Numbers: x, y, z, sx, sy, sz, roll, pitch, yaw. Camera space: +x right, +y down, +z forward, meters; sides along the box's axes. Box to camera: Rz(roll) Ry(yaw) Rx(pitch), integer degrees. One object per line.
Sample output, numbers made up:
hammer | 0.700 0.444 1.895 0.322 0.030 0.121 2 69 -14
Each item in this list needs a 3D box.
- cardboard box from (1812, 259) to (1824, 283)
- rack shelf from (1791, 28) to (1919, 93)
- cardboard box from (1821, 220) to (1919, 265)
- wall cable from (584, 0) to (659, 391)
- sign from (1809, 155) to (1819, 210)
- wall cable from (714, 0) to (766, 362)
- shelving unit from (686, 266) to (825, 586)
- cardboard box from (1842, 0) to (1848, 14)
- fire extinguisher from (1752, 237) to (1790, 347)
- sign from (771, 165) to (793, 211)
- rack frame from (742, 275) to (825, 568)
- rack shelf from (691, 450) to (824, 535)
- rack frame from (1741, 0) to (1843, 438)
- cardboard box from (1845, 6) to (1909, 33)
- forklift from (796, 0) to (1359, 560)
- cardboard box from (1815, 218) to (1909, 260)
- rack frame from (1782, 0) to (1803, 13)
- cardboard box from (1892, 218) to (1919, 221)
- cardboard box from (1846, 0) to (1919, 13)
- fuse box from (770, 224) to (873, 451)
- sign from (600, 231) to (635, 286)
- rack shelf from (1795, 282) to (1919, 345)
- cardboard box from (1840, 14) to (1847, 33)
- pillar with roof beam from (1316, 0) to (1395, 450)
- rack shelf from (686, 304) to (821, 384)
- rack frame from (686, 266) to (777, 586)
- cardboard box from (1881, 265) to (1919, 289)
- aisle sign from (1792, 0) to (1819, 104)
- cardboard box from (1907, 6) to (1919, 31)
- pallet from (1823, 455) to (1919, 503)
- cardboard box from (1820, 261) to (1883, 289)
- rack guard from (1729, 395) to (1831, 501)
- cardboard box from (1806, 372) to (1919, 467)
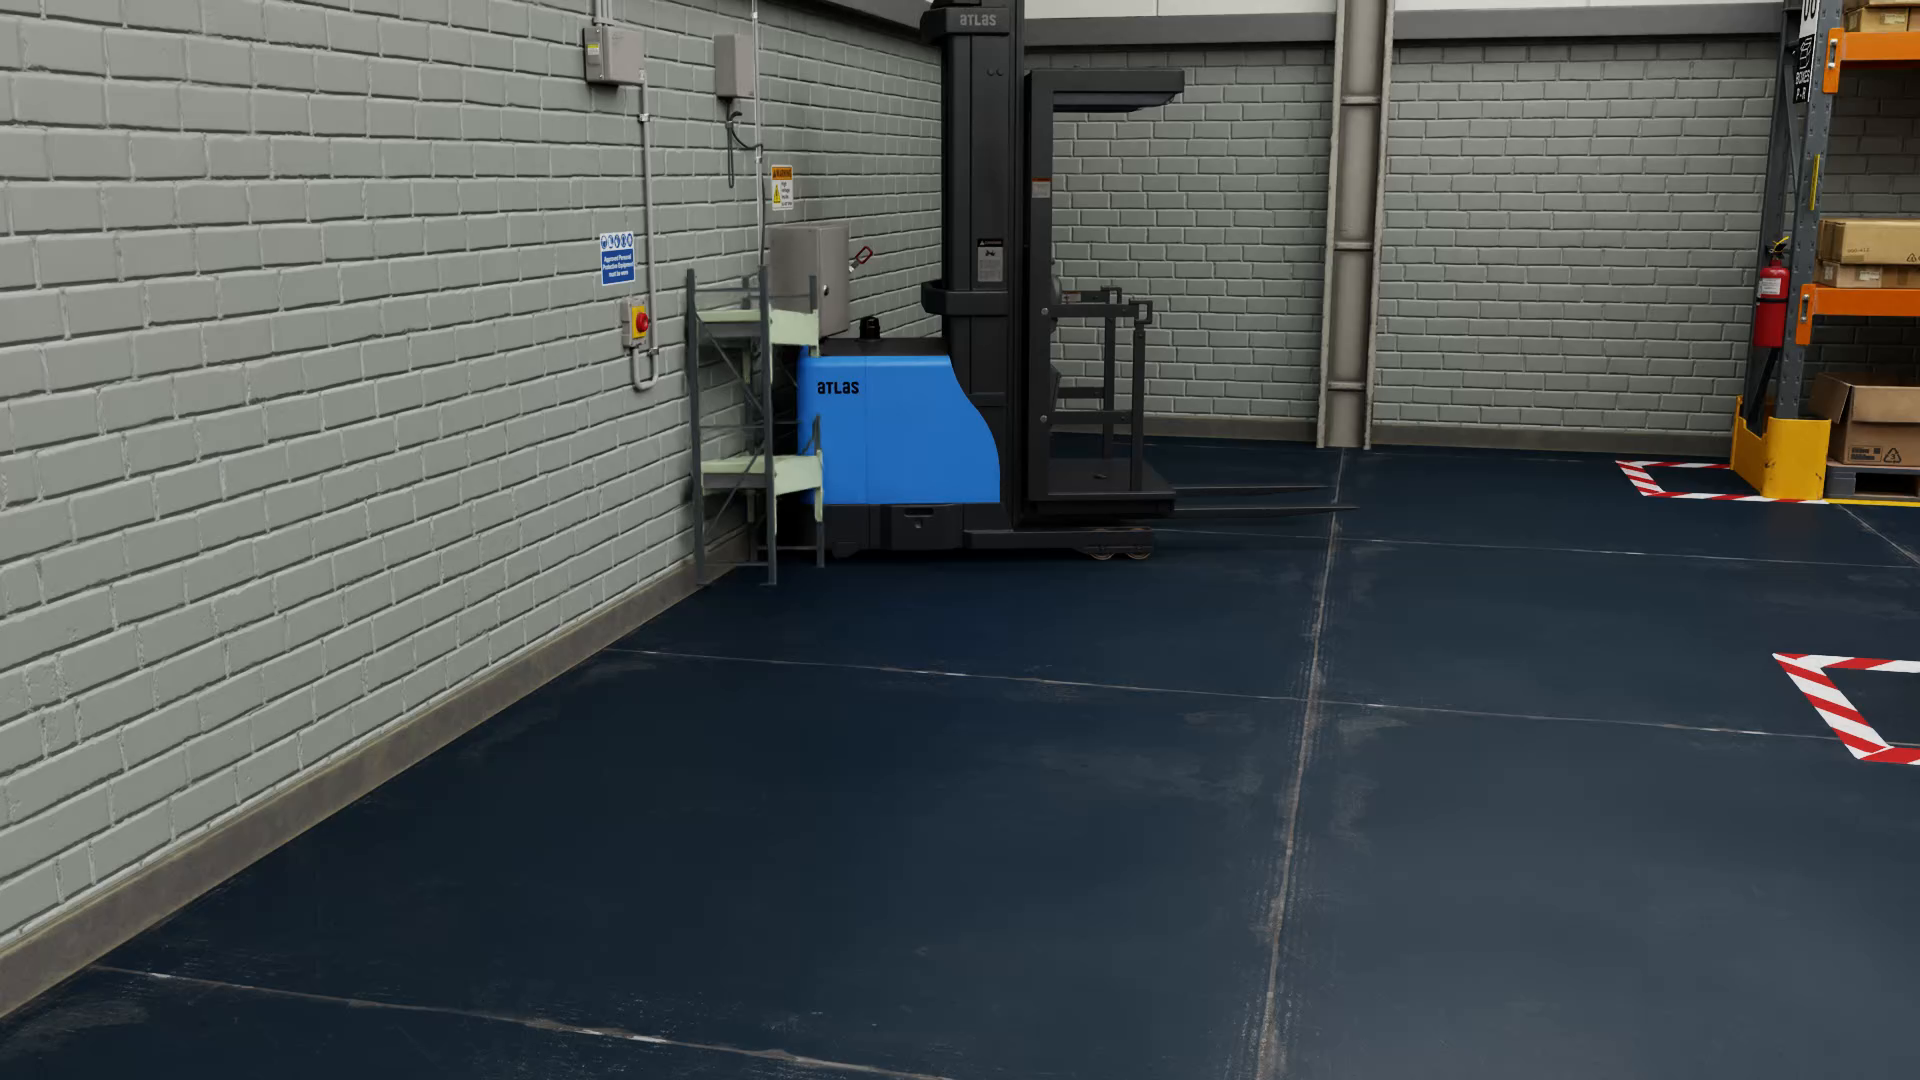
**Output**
cardboard box | 5.653 -1.759 10.815 0.250 0.149 0.380 3 13 13
rack shelf | 7.209 -2.851 9.896 4.000 0.370 1.077 3 13 14
cardboard box | 5.643 -1.834 10.233 0.500 0.250 0.500 3 13 14
wall cable | -1.398 -1.597 7.088 0.123 1.953 0.585 3 13 14
sign | 5.138 -2.150 10.003 0.005 0.325 0.100 3 13 14
wall cable | -1.070 -1.881 8.439 0.122 1.984 0.588 3 13 14
shelving unit | -0.996 -0.566 8.224 0.431 1.500 0.755 0 6 13
cardboard box | 5.764 -3.413 10.424 0.500 0.250 0.500 3 13 13
fire extinguisher | 5.014 -1.533 10.256 0.183 0.674 0.296 3 13 14
sign | -0.968 -1.922 9.065 0.001 0.242 0.339 3 13 14
rack frame | -0.911 -0.602 8.578 0.400 1.500 0.023 0 6 13
rack shelf | -0.990 -0.242 8.255 0.431 0.370 0.720 0 6 13
rack frame | 5.267 -1.842 10.611 0.127 3.000 1.000 3 13 14
cardboard box | 5.521 -3.118 10.018 0.250 0.149 0.380 3 13 15
forklift | 0.628 -1.439 8.955 3.031 2.935 1.130 -1 13 -4
cardboard box | 5.778 -1.946 10.739 0.500 0.250 0.500 3 13 15
rack frame | 5.267 -4.771 9.961 0.127 3.000 1.000 3 13 14
cardboard box | 6.278 -1.919 10.617 0.500 0.250 0.500 3 13 14
cardboard box | 5.633 -3.298 9.907 0.500 0.250 0.500 3 13 13
fuse box | -0.753 -0.891 9.298 0.414 1.711 0.539 3 13 14
sign | -1.469 -1.211 7.141 0.001 0.218 0.327 3 13 14
rack shelf | 7.209 -1.387 10.221 4.000 0.370 1.077 3 13 14
cardboard box | 5.633 -3.216 10.457 0.250 0.149 0.380 3 13 15
pillar with roof beam | 1.834 -4.195 7.366 0.400 9.000 9.100 3 13 14
rack shelf | -1.003 -0.955 8.187 0.431 0.370 0.720 0 6 13
rack frame | -1.081 -0.531 7.870 0.400 1.500 0.023 0 6 13
cardboard box | 5.779 -1.641 10.285 0.250 0.149 0.380 3 13 15
aisle sign | 5.131 -3.053 10.067 0.004 0.787 0.394 3 13 14
cardboard box | 5.782 -3.110 9.982 0.250 0.149 0.380 3 13 15
pallet | 6.115 -0.435 10.709 1.213 0.211 1.003 3 13 14
cardboard box | 5.521 -1.645 10.301 0.250 0.149 0.380 3 13 13
rack guard | 5.341 -0.618 10.864 0.348 0.500 1.175 3 13 14
cardboard box | 5.838 -0.777 10.603 0.637 0.503 0.797 3 13 11
